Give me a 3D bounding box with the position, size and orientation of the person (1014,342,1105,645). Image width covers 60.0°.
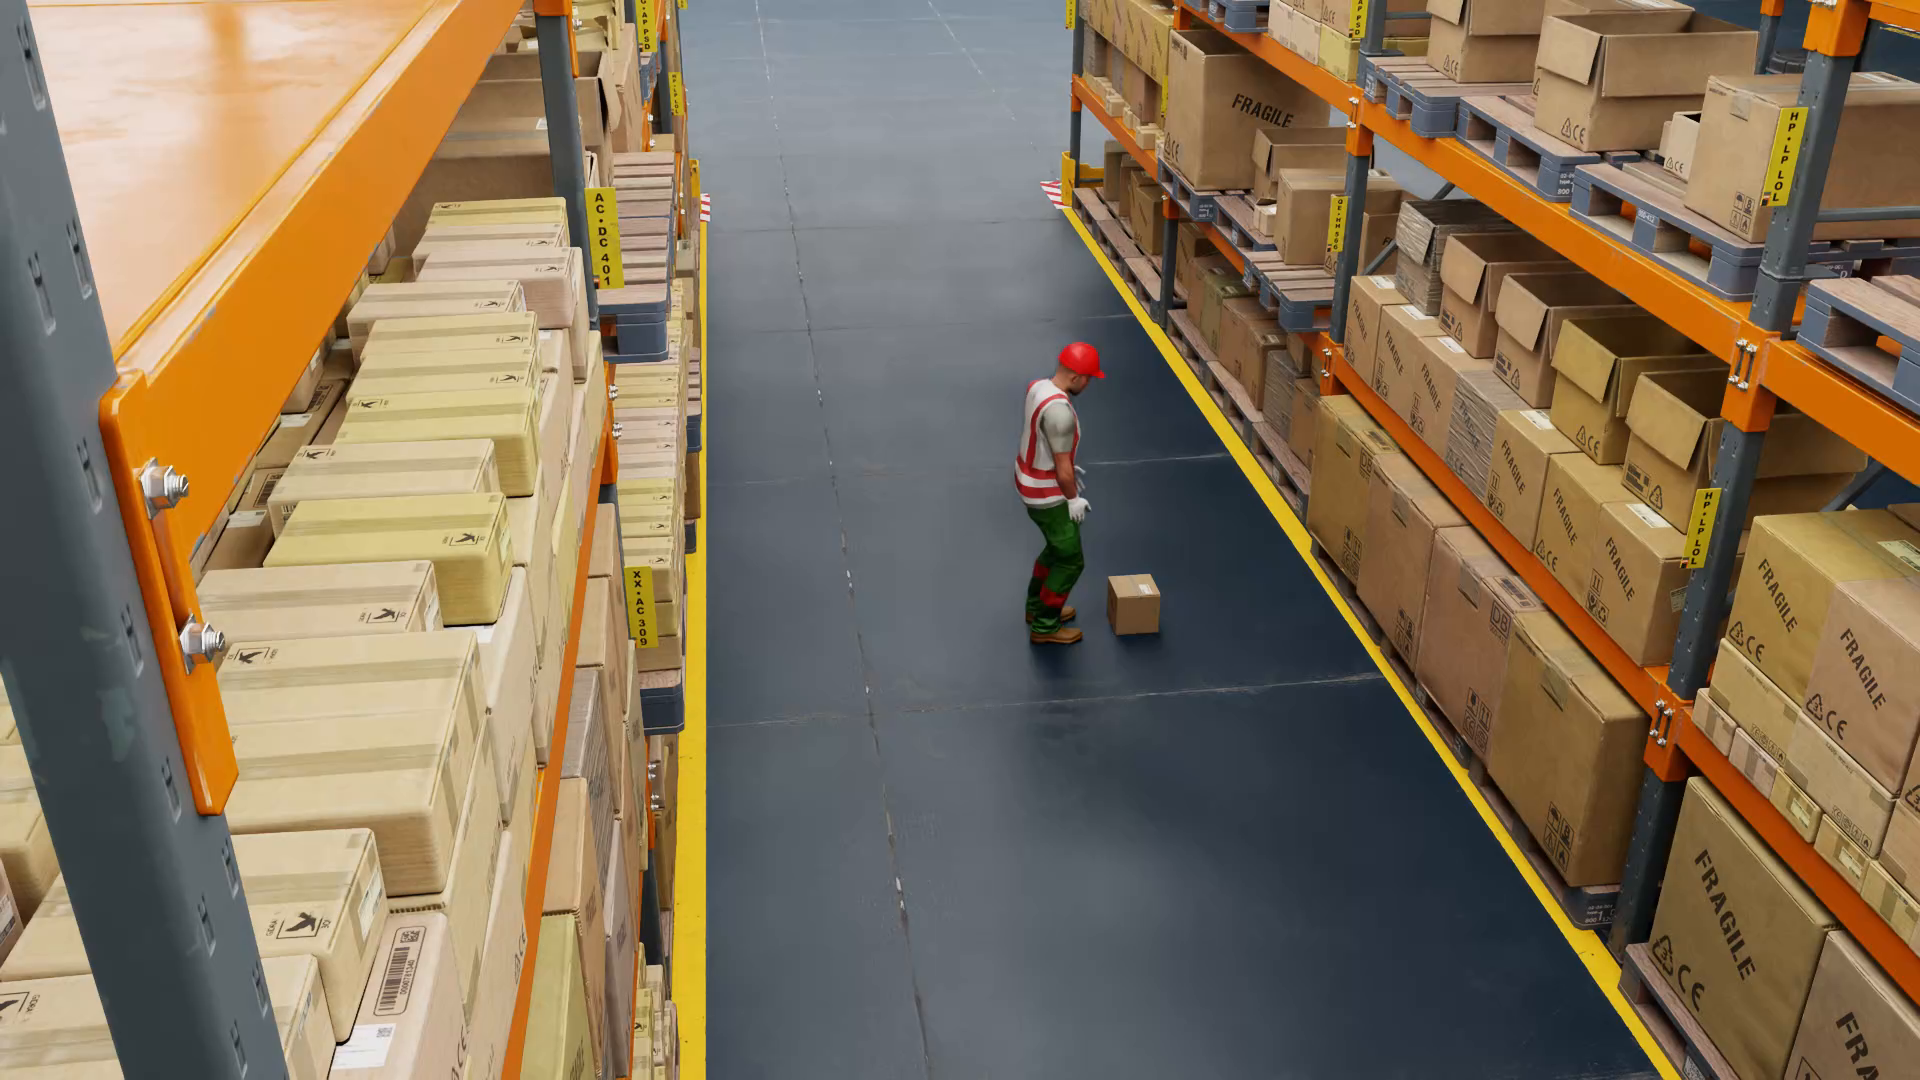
[{"bbox_3d":[0.542,-0.272,9.200,0.477,1.724,0.547,-3,27,-6],"label":"person"}]
